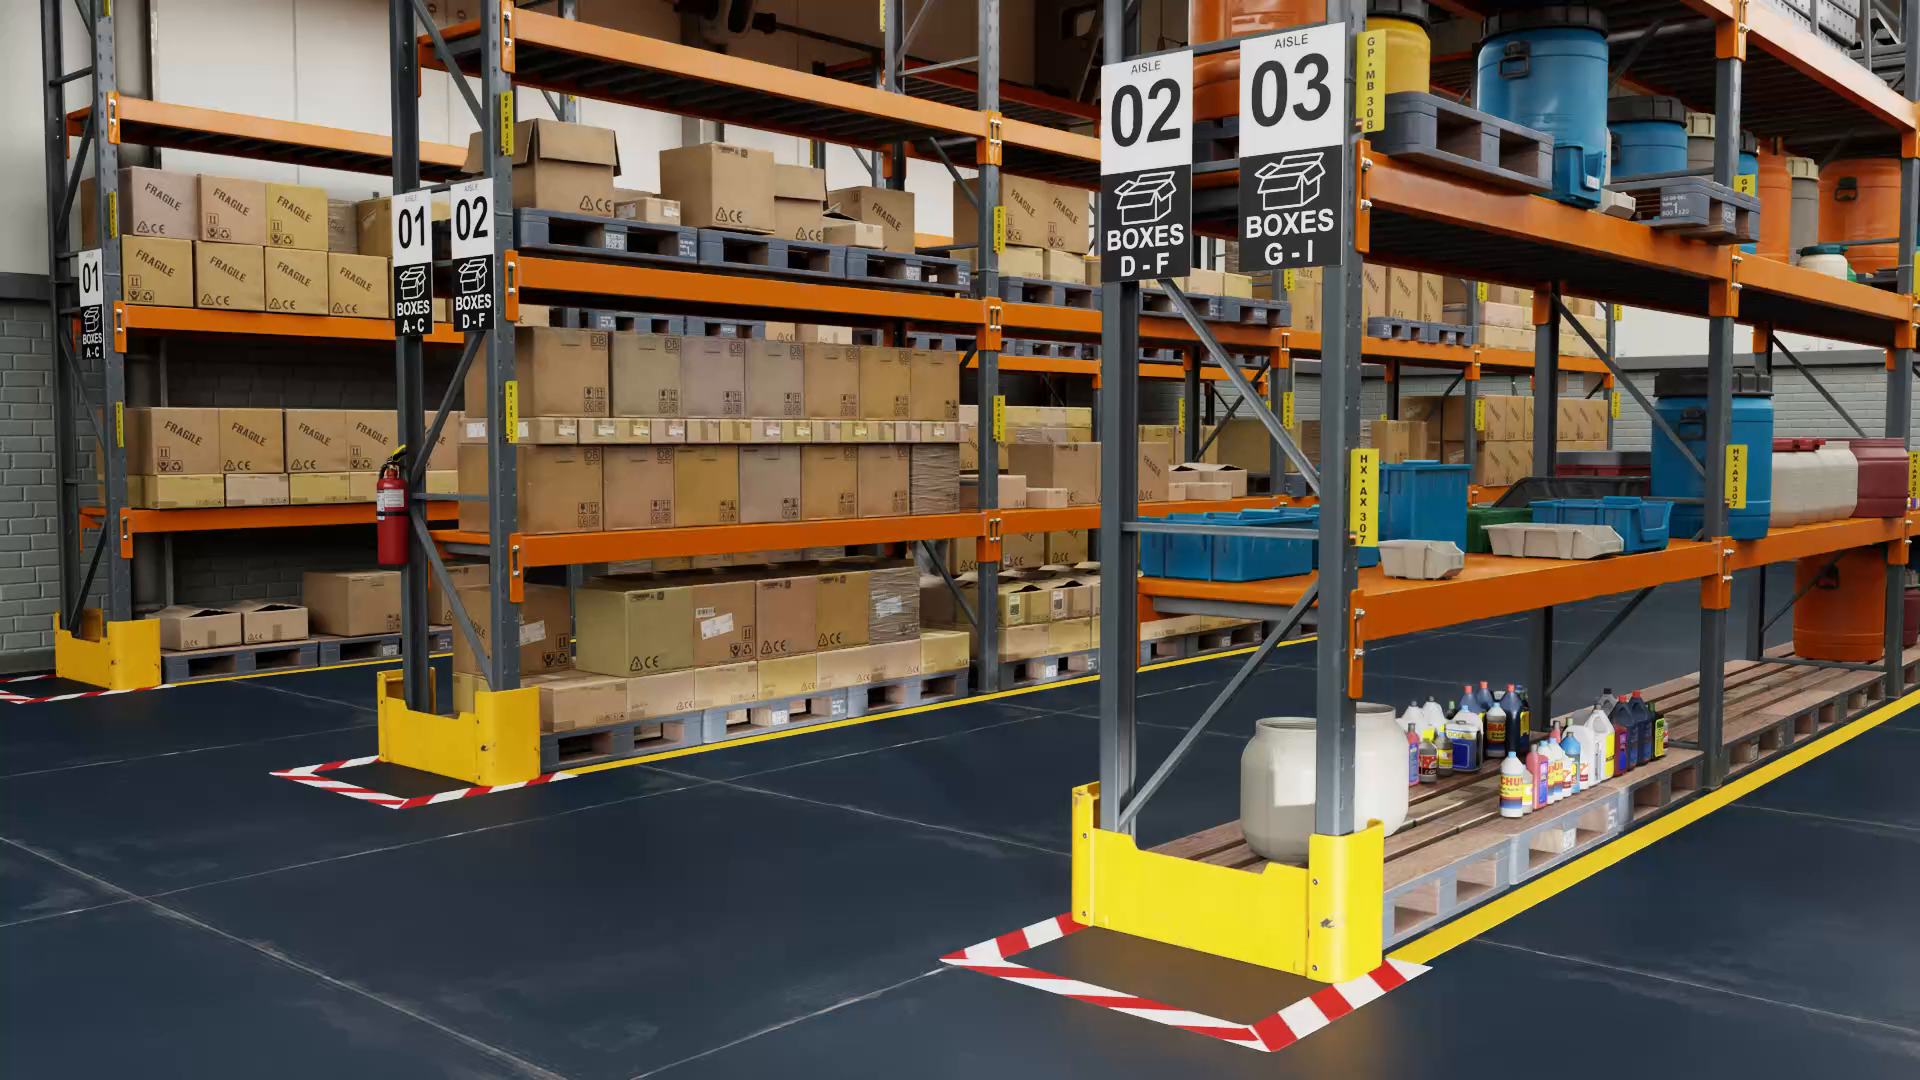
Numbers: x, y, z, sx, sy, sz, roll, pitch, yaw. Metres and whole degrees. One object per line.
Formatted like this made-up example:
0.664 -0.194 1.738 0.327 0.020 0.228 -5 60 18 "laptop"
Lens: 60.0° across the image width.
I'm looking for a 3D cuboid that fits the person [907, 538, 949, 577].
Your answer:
-0.295 -0.066 16.658 0.368 1.759 0.568 3 5 42 "person"
